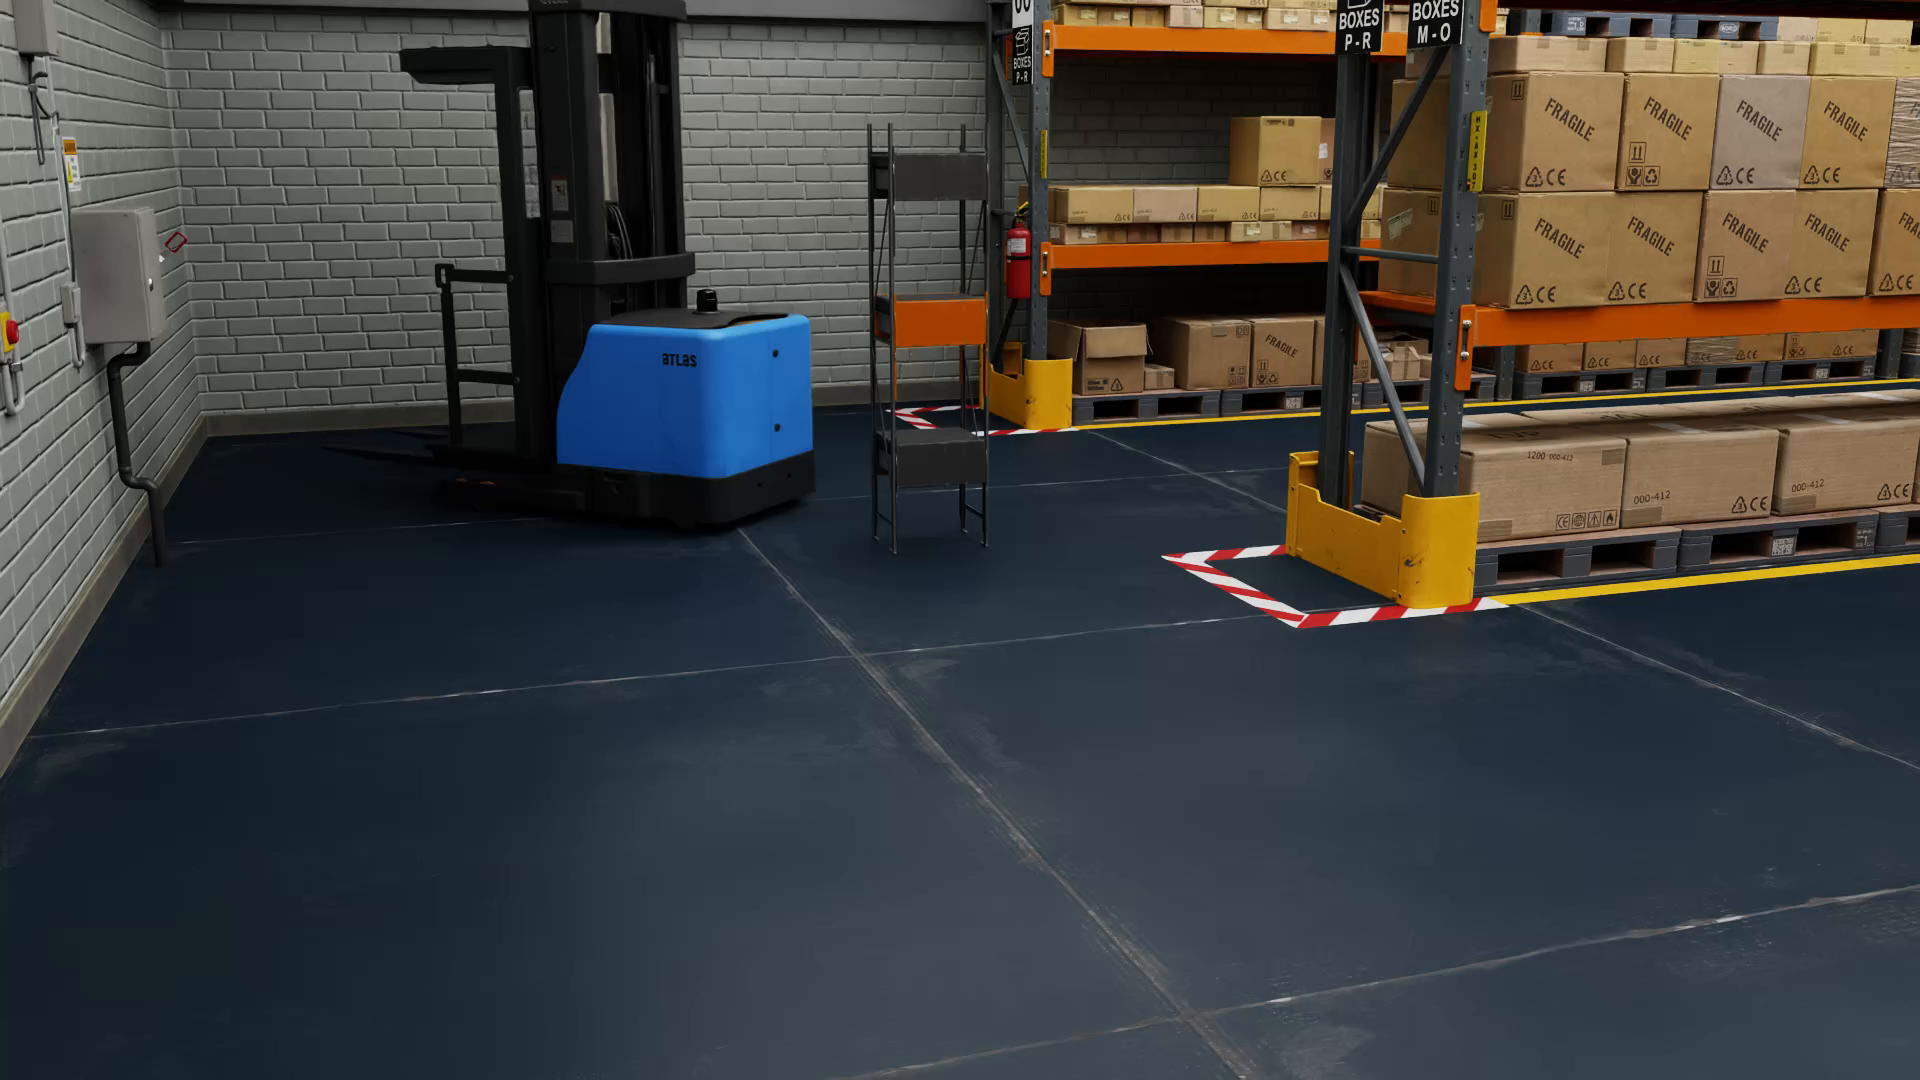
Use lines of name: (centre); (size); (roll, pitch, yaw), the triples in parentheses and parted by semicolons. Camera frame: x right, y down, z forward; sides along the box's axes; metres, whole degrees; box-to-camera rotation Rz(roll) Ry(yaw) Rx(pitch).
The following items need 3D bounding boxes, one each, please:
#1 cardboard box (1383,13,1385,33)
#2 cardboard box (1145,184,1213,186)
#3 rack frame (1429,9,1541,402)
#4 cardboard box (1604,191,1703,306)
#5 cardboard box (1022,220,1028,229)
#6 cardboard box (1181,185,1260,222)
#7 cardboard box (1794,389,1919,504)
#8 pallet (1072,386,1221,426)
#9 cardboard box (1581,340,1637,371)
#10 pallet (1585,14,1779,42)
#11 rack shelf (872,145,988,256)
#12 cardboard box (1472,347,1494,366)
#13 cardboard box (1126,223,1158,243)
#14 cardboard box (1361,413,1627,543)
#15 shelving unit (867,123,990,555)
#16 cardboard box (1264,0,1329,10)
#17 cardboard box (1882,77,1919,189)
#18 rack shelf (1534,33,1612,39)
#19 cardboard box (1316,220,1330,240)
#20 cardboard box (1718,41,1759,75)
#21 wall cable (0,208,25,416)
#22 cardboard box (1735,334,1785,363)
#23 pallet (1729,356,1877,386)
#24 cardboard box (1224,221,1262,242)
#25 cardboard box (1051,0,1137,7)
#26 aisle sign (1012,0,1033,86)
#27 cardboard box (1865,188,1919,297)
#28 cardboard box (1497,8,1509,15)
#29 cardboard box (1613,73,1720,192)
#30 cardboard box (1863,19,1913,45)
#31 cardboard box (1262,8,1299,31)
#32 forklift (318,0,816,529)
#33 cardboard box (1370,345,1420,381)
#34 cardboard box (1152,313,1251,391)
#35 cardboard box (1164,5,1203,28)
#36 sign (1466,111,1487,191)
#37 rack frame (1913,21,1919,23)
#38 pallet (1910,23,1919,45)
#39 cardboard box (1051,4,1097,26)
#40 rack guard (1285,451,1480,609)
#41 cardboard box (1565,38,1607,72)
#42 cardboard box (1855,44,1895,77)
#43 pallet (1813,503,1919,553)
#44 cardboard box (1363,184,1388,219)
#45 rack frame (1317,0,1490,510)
cardboard box: (2.964, -3.855, 12.428); (0.250, 0.149, 0.380); (-4, 14, -16)
cardboard box: (1.718, -2.617, 12.844); (0.500, 0.250, 0.500); (-4, 14, -16)
rack frame: (4.198, -2.675, 13.406); (0.127, 3.000, 1.000); (-4, 14, -18)
cardboard box: (3.011, -1.356, 7.645); (0.500, 0.500, 0.500); (-5, 14, -19)
cardboard box: (0.636, -2.341, 12.544); (0.250, 0.149, 0.380); (-5, 14, -19)
cardboard box: (1.880, -2.501, 12.357); (0.500, 0.250, 0.500); (-5, 14, -19)
cardboard box: (5.156, -0.522, 8.983); (0.875, 0.438, 0.875); (-5, 14, -19)
pallet: (1.235, -1.088, 12.760); (1.213, 0.211, 1.003); (-4, 14, -18)
cardboard box: (5.230, -1.691, 13.764); (0.500, 0.500, 0.500); (-5, 14, -19)
pallet: (5.821, -4.153, 13.543); (1.003, 0.211, 1.213); (-4, 14, -18)
rack shelf: (-0.157, -1.677, 8.190); (0.480, 0.518, 0.431); (-4, 14, -18)
cardboard box: (4.569, -1.764, 14.072); (0.500, 0.500, 0.500); (-5, 14, -18)
cardboard box: (1.271, -2.277, 12.278); (0.250, 0.149, 0.380); (-5, 14, -19)
cardboard box: (2.587, -0.320, 8.134); (0.875, 0.438, 0.875); (-5, 14, -20)
shelving unit: (-0.157, -1.009, 8.348); (0.503, 2.100, 0.431); (-4, 14, -18)
cardboard box: (2.362, -4.004, 12.192); (0.500, 0.250, 0.500); (-5, 14, -19)
cardboard box: (4.463, -1.951, 7.986); (0.500, 0.500, 0.500); (-4, 14, -17)
rack shelf: (6.094, -3.932, 13.763); (4.000, 0.370, 1.077); (-4, 14, -18)
cardboard box: (2.727, -2.392, 12.761); (0.250, 0.149, 0.380); (-4, 14, -17)
cardboard box: (3.403, -2.191, 7.592); (0.250, 0.149, 0.380); (-4, 14, -18)
wall cable: (-3.343, -1.380, 5.697); (0.123, 1.953, 0.585); (-4, 14, -18)
cardboard box: (6.684, -1.806, 14.248); (0.500, 0.500, 0.500); (-4, 14, -16)
pallet: (7.270, -1.567, 14.773); (1.213, 0.211, 1.003); (-4, 14, -18)
cardboard box: (2.043, -2.306, 12.397); (0.250, 0.149, 0.380); (-5, 14, -20)
cardboard box: (0.915, -3.883, 11.686); (0.500, 0.250, 0.500); (-5, 14, -19)
aisle sign: (0.436, -3.575, 11.572); (0.004, 0.787, 0.394); (-4, 14, -18)
cardboard box: (4.469, -1.465, 8.105); (0.500, 0.500, 0.500); (-5, 14, -19)
cardboard box: (3.821, -4.115, 12.661); (0.500, 0.250, 0.500); (-4, 14, -18)
cardboard box: (3.027, -1.839, 7.515); (0.500, 0.500, 0.500); (-5, 14, -20)
cardboard box: (7.580, -4.265, 13.934); (0.500, 0.250, 0.500); (-5, 14, -20)
cardboard box: (2.267, -3.781, 12.118); (0.250, 0.149, 0.380); (-4, 14, -18)
forklift: (-2.379, -1.695, 9.433); (3.031, 2.935, 1.130); (6, 15, 25)
cardboard box: (3.426, -1.417, 13.119); (0.258, 0.266, 0.396); (-4, 14, -16)
cardboard box: (1.840, -1.447, 12.737); (0.500, 0.500, 0.700); (-4, 14, -16)
cardboard box: (1.541, -3.725, 11.883); (0.250, 0.149, 0.380); (-4, 14, -17)
sign: (2.165, -1.629, 6.966); (0.005, 0.325, 0.100); (-4, 14, -18)
rack frame: (7.989, -5.889, 13.953); (0.127, 3.000, 1.000); (-4, 14, -18)
pallet: (8.604, -4.407, 14.615); (1.003, 0.211, 1.213); (-4, 14, -15)
cardboard box: (0.783, -3.689, 11.731); (0.250, 0.149, 0.380); (-4, 14, -17)
rack guard: (1.971, -0.073, 7.871); (0.348, 0.500, 1.175); (-4, 14, -18)
cardboard box: (2.644, -2.142, 7.389); (0.250, 0.149, 0.380); (-4, 14, -17)
cardboard box: (4.135, -2.243, 7.811); (0.250, 0.149, 0.380); (-4, 14, -18)
pallet: (5.039, -0.191, 8.989); (1.213, 0.211, 1.003); (-4, 14, -18)
cardboard box: (3.323, -2.615, 12.837); (0.500, 0.250, 0.500); (-4, 14, -18)
rack frame: (1.994, -1.291, 7.589); (0.127, 3.000, 1.000); (-4, 14, -18)
